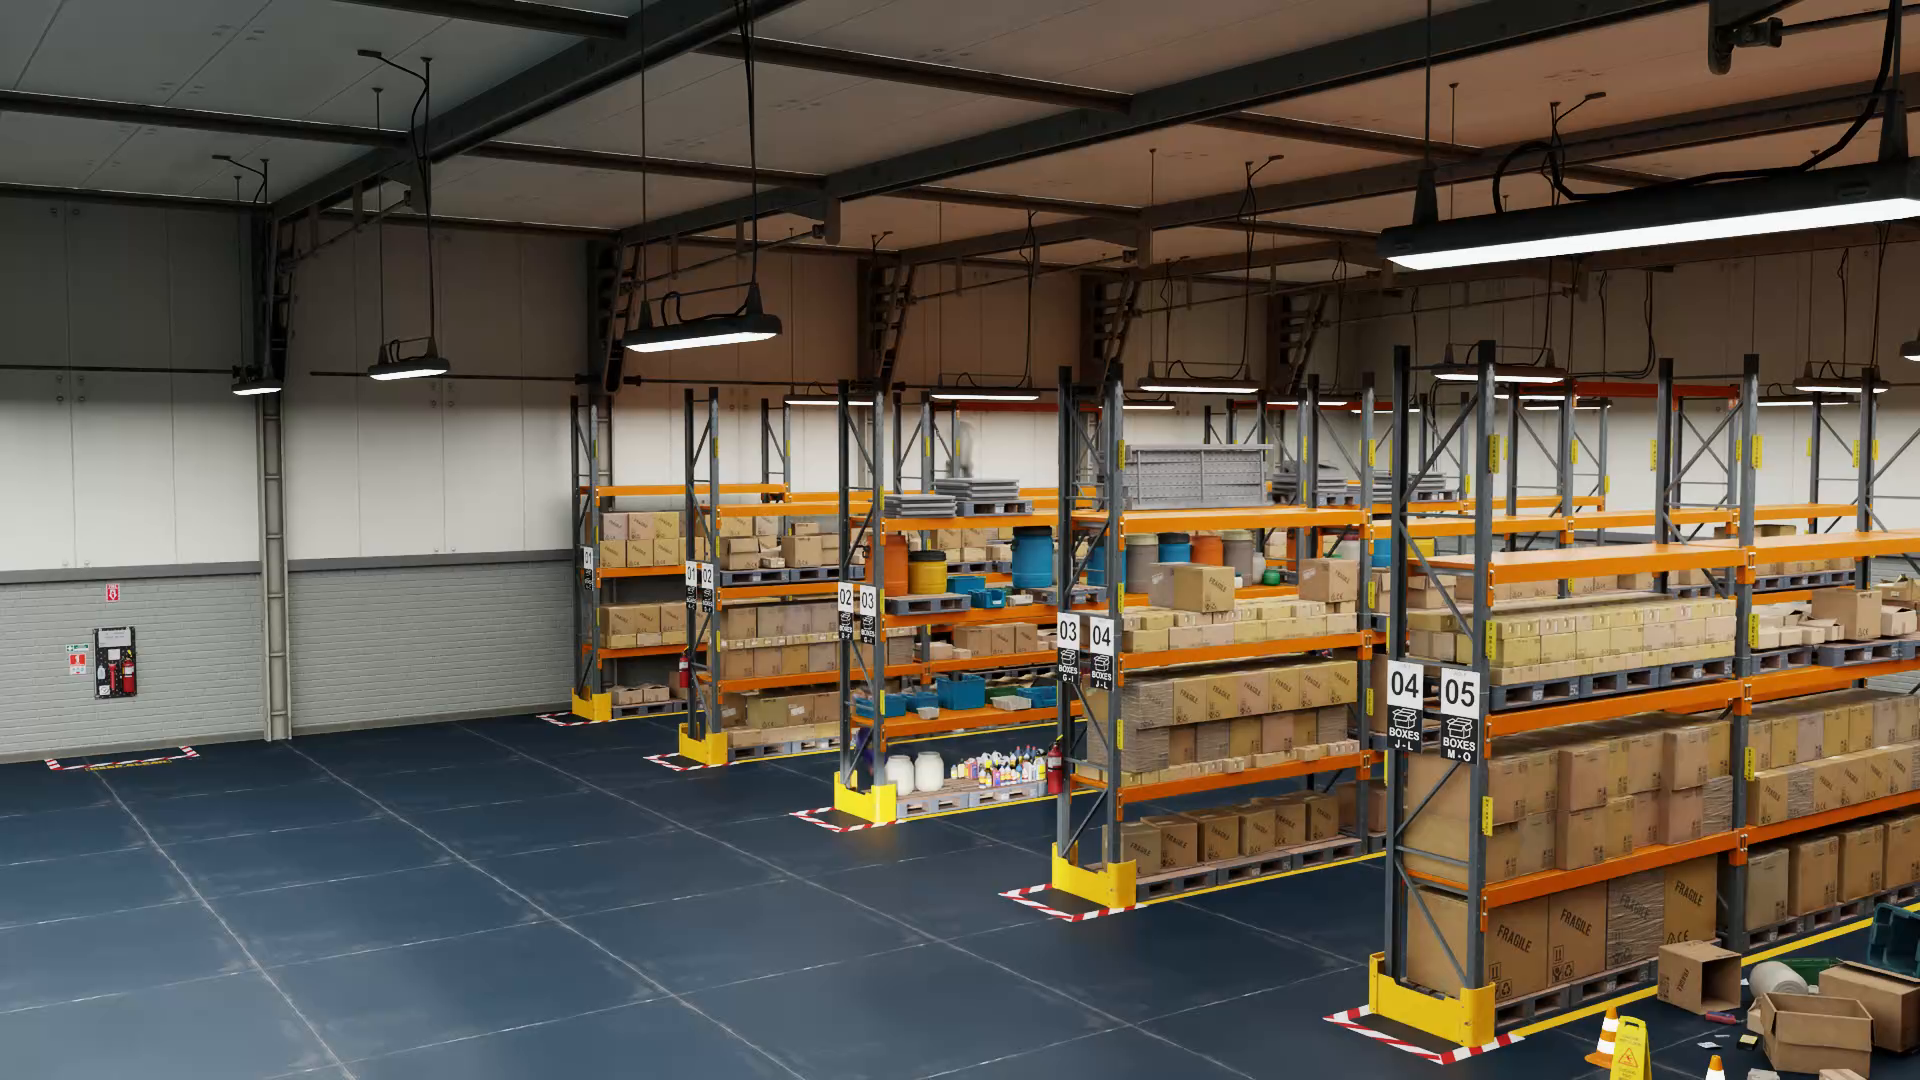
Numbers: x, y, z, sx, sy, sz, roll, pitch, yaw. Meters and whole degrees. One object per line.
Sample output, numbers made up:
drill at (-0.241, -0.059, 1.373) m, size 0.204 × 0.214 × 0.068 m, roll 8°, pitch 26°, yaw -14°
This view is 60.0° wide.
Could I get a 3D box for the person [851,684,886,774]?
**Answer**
person at (-1.410, 2.900, 25.329) m, size 0.637 × 1.482 × 0.858 m, roll 2°, pitch 4°, yaw 24°
